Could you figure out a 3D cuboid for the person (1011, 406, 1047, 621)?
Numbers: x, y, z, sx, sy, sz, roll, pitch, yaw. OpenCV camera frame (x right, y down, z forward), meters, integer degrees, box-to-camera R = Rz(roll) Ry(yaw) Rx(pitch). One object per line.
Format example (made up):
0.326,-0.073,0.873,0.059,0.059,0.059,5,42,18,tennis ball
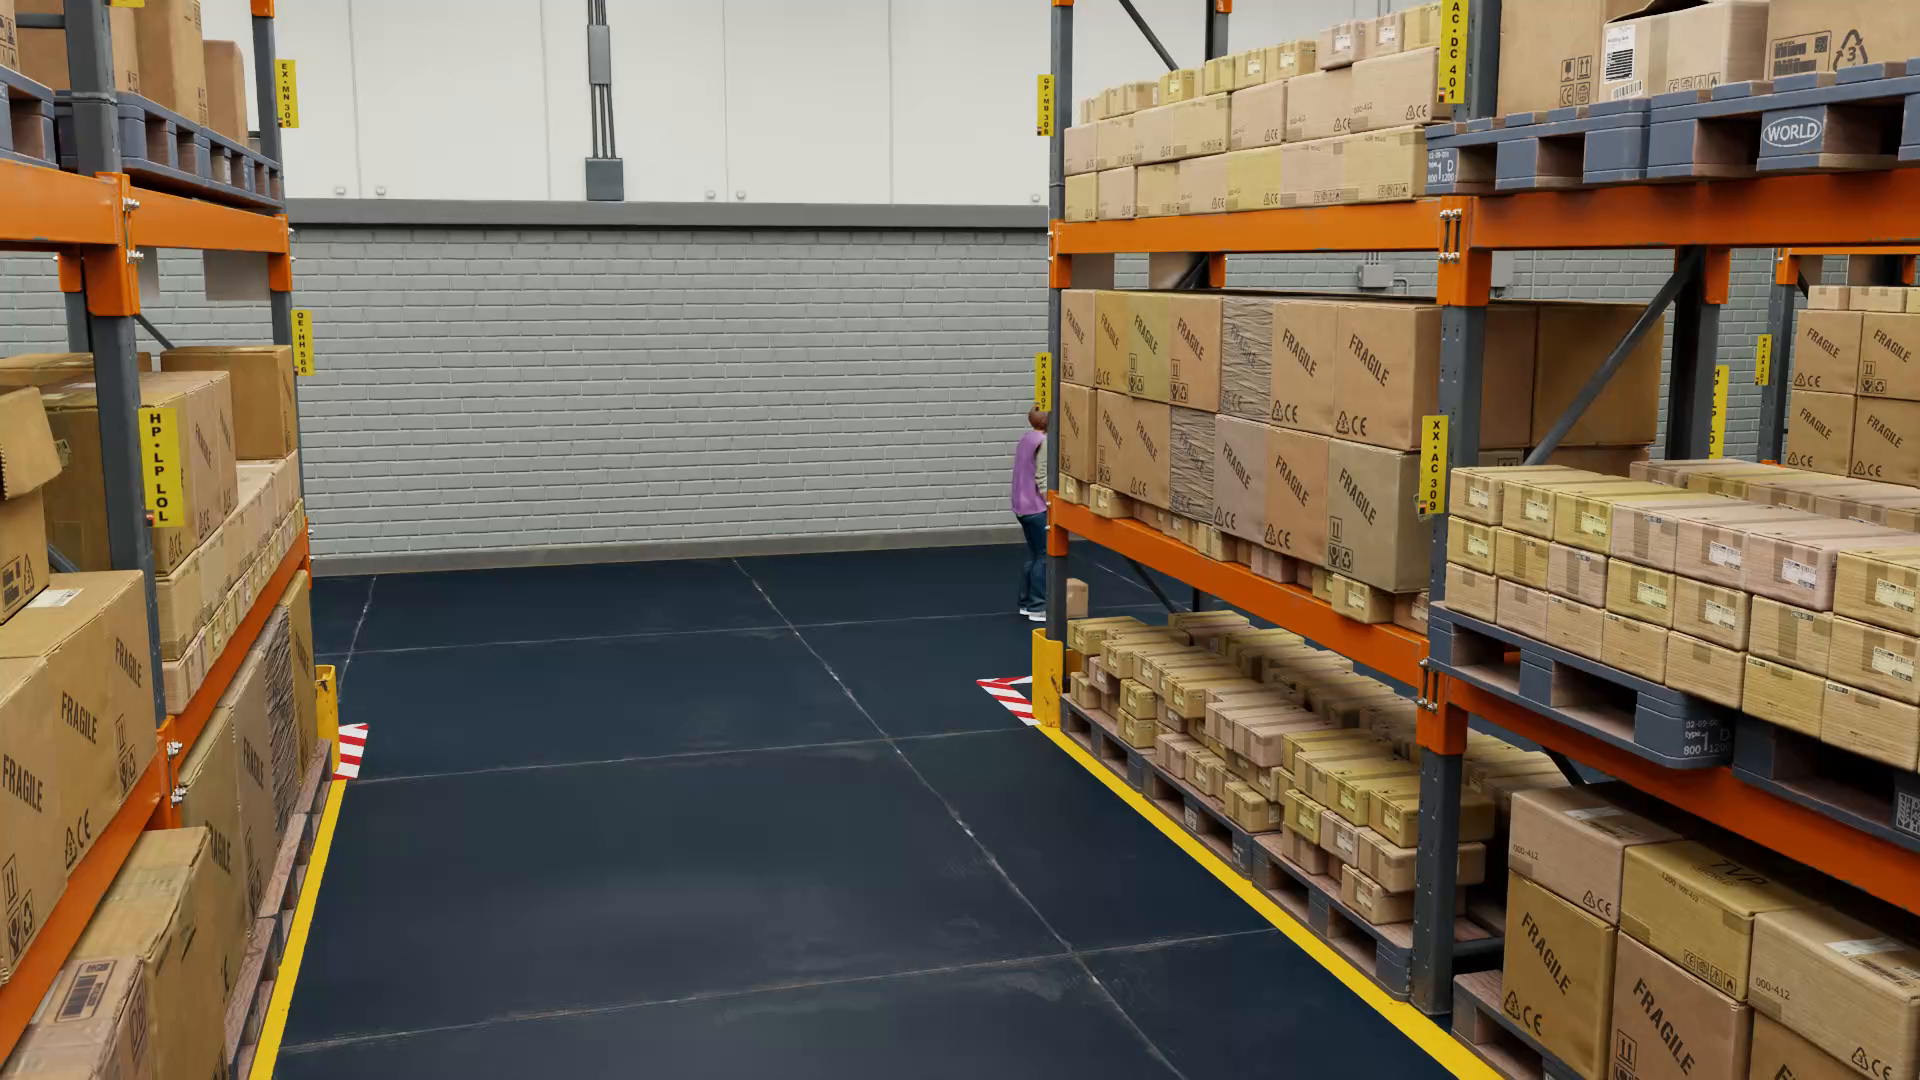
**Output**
0.563,-0.213,12.190,0.347,1.593,0.462,-3,10,-18,person
